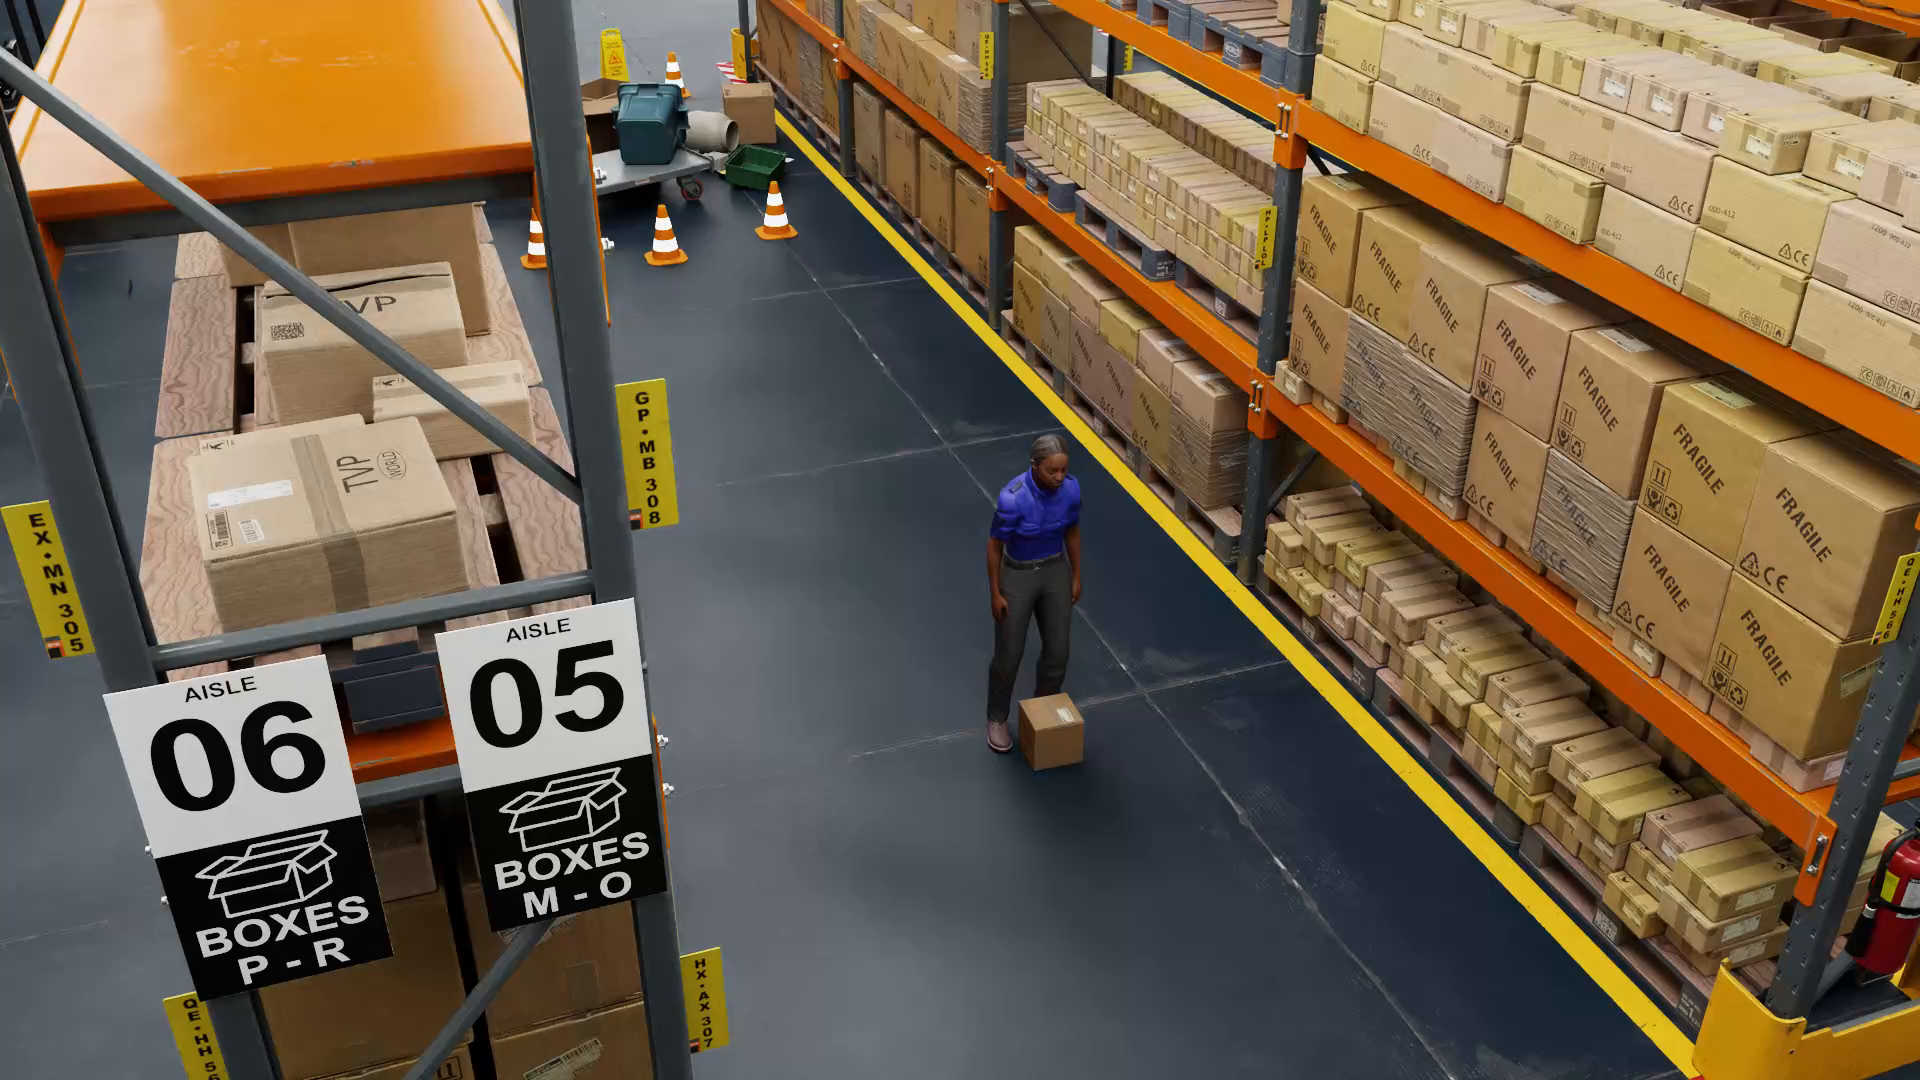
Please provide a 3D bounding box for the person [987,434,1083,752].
[{"bbox_3d":[0.363,0.231,7.944,0.525,1.653,0.402,-12,32,-20],"label":"person"}]
